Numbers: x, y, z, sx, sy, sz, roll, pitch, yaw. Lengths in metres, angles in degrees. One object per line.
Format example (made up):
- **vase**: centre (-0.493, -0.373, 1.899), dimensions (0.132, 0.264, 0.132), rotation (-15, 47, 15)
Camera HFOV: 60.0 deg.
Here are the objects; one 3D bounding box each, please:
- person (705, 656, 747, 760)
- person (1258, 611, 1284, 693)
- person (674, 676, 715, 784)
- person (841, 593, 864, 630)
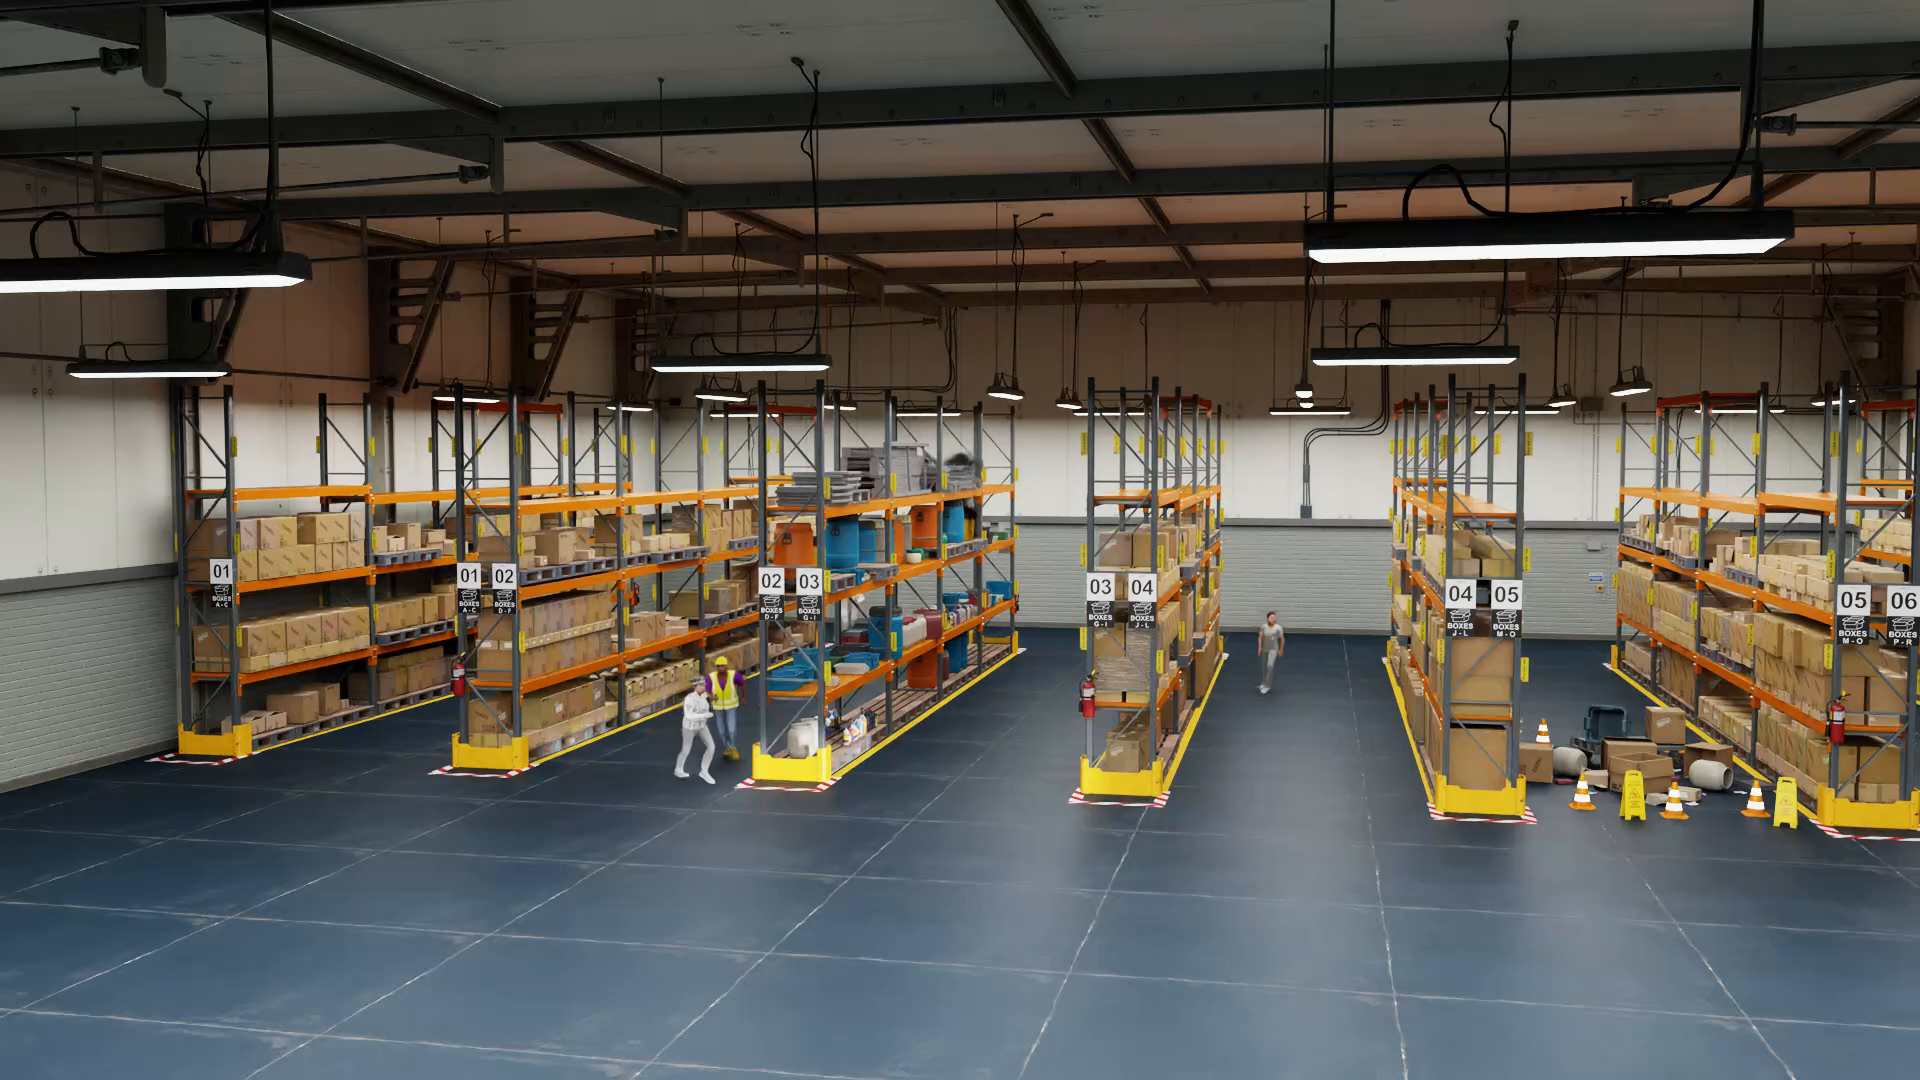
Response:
- **person**: centre (-3.736, 2.664, 26.439), dimensions (0.649, 1.667, 0.903), rotation (0, 3, 2)
- **person**: centre (6.292, 2.263, 33.810), dimensions (0.524, 1.632, 0.770), rotation (2, 4, 30)
- **person**: centre (-3.939, 2.798, 24.654), dimensions (0.530, 1.634, 0.920), rotation (-3, 4, -43)
- **person**: centre (-2.792, 1.785, 42.034), dimensions (0.728, 1.750, 1.029), rotation (0, 3, -8)
